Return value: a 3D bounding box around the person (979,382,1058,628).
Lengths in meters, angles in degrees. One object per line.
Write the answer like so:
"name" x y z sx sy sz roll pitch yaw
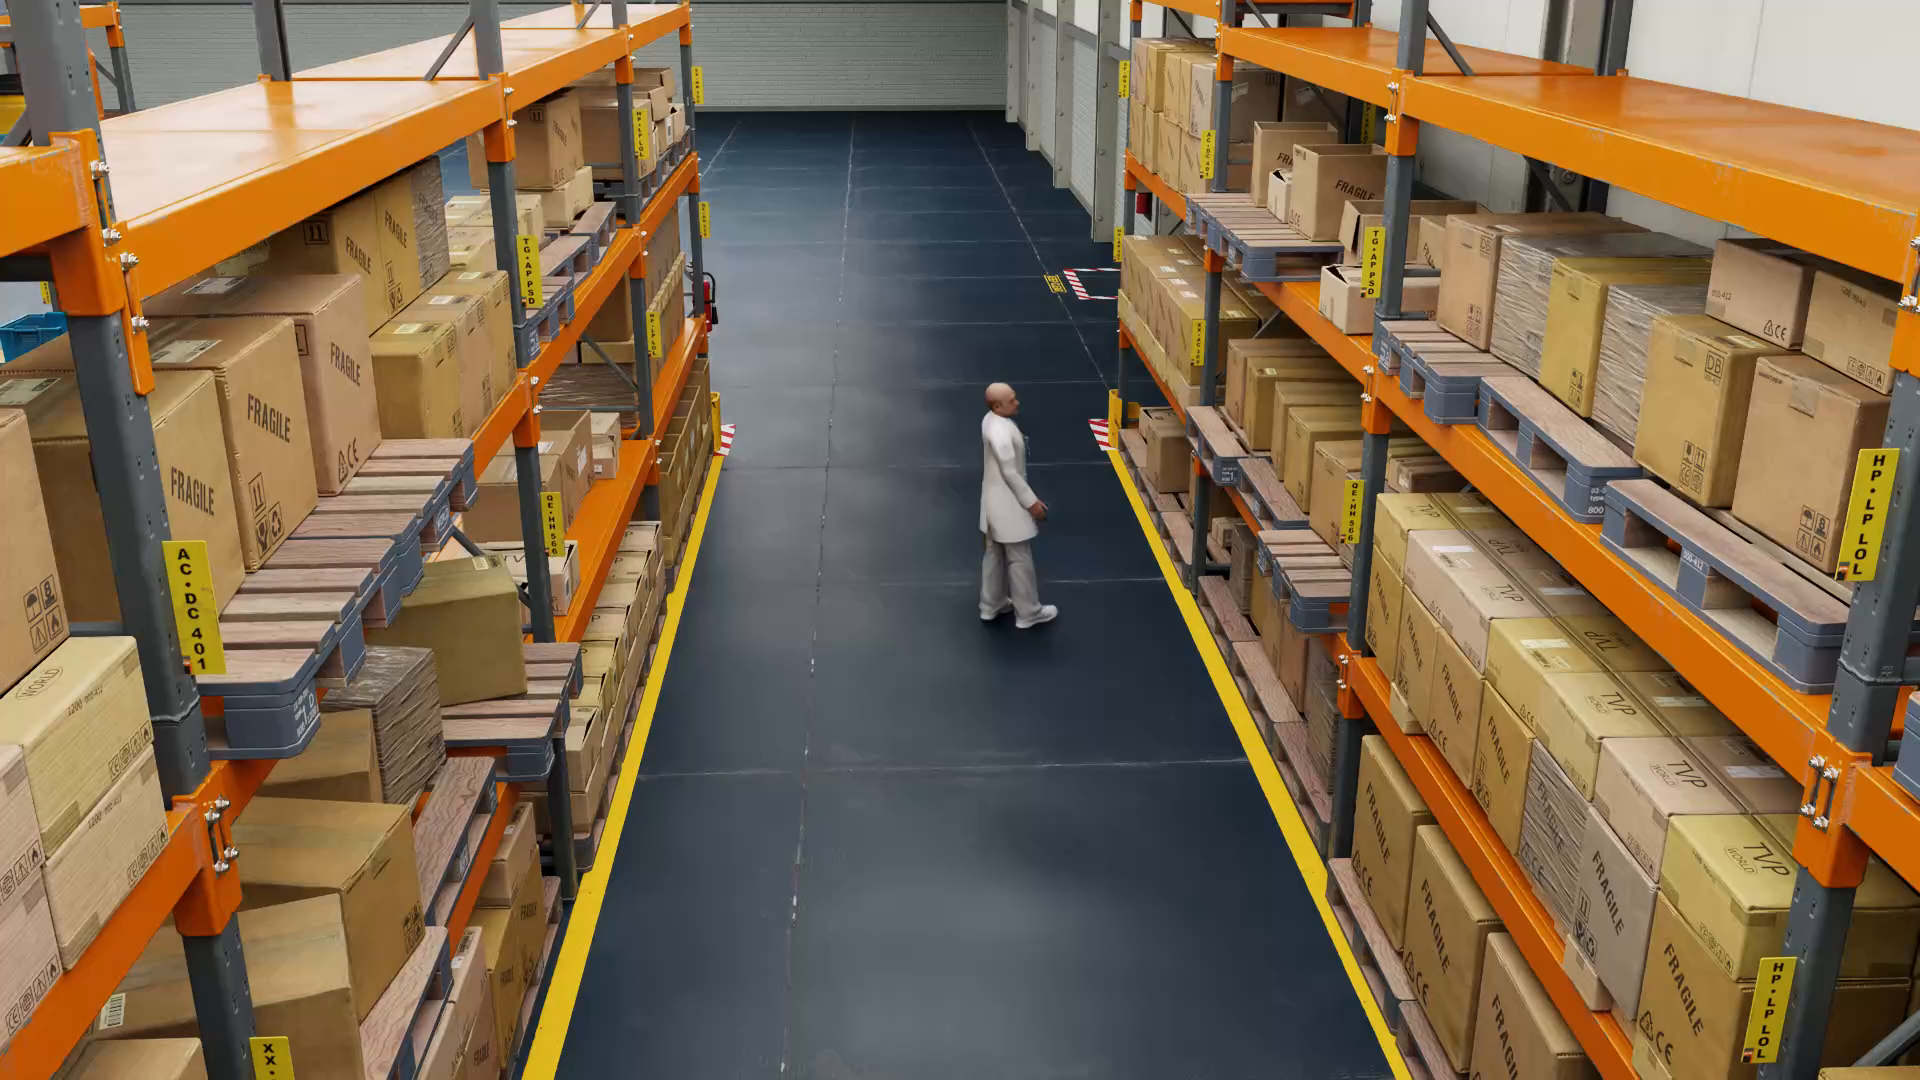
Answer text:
"person" 0.419 -0.267 11.768 0.568 1.782 0.582 -5 21 -14
